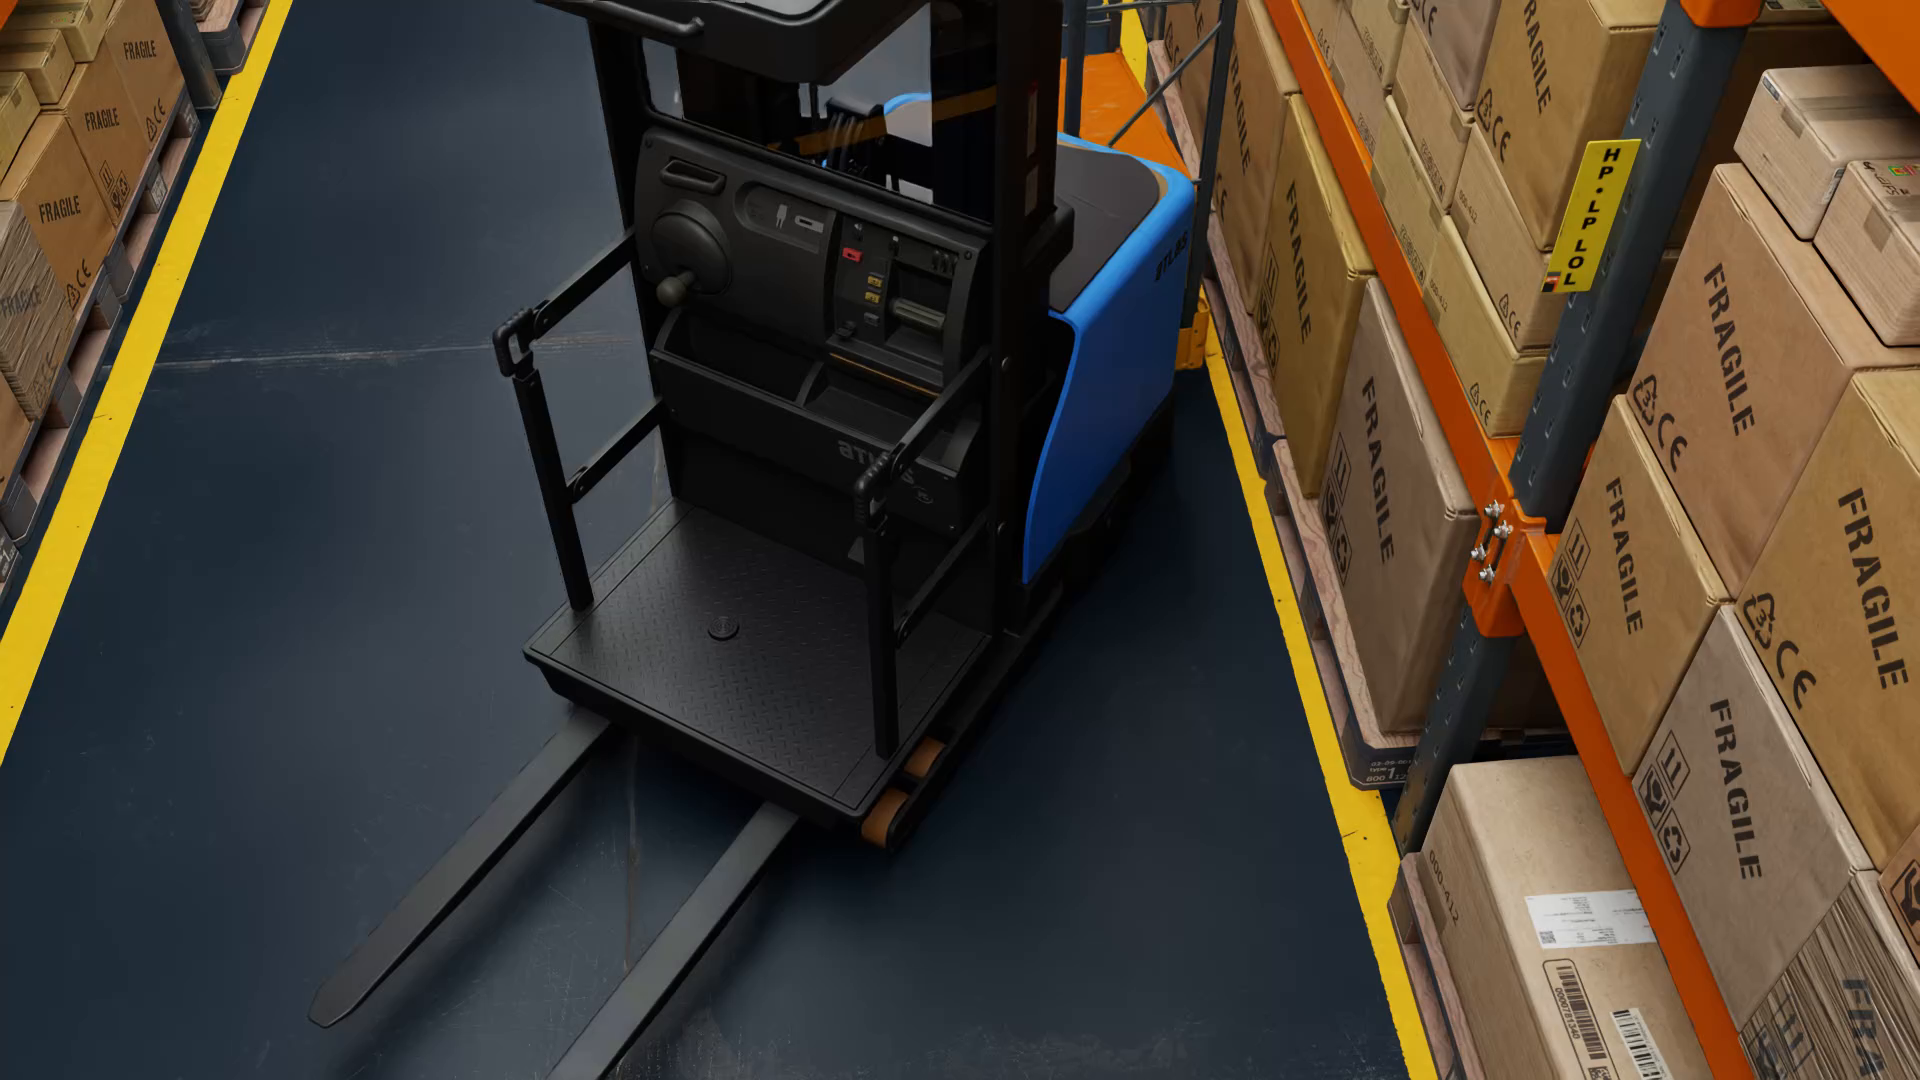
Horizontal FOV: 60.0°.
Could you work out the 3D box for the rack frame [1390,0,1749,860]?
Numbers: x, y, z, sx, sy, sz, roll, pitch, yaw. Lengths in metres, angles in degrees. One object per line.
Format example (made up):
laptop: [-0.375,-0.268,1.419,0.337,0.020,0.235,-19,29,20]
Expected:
rack frame: [1.673,-0.246,3.417,1.000,3.000,0.127,-3,47,-3]

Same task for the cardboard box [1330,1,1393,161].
cardboard box: [1.320,-1.238,4.460,0.500,0.250,0.500,-5,47,-4]

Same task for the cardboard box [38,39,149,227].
cardboard box: [-3.327,-1.465,6.004,0.500,0.500,0.500,-4,47,-4]

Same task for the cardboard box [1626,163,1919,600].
cardboard box: [1.472,-0.265,2.677,0.500,0.500,0.500,-3,47,-3]

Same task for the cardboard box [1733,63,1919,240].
cardboard box: [1.441,-0.603,2.551,0.380,0.149,0.250,-4,47,-4]

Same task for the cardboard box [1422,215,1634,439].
cardboard box: [1.384,-0.504,3.764,0.500,0.250,0.500,-4,47,-4]

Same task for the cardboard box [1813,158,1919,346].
cardboard box: [1.479,-0.419,2.376,0.380,0.149,0.250,-3,47,-3]

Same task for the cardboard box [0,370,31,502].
cardboard box: [-3.181,-0.336,4.935,0.500,0.500,0.500,-5,47,-4]

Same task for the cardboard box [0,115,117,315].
cardboard box: [-3.280,-1.086,5.645,0.500,0.500,0.500,-2,47,-2]

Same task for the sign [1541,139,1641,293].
sign: [1.133,-0.577,2.988,0.100,0.325,0.005,-3,47,-3]

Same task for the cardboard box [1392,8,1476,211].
cardboard box: [1.345,-1.032,3.920,0.500,0.250,0.500,-2,47,-2]

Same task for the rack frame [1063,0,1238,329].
rack frame: [0.561,-1.104,5.263,0.500,1.500,0.032,-9,47,-9]

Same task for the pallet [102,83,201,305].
pallet: [-3.583,-1.334,6.368,1.003,0.211,1.213,-3,47,-3]

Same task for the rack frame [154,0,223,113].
rack frame: [-3.608,-2.836,5.870,1.000,3.000,0.127,-3,47,-3]

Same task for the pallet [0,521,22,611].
pallet: [-3.378,0.431,4.696,1.003,0.211,1.213,-3,47,-3]

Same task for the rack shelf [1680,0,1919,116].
rack shelf: [1.841,0.417,1.219,1.077,0.370,4.000,-3,47,-3]

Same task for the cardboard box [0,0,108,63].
cardboard box: [-3.260,-1.806,5.880,0.380,0.149,0.250,-6,47,-5]

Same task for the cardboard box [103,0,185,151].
cardboard box: [-3.358,-1.828,6.347,0.500,0.500,0.500,-2,47,-2]

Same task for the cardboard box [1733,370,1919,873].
cardboard box: [1.508,0.101,2.331,0.500,0.500,0.500,-4,47,-4]

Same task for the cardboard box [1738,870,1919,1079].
cardboard box: [1.525,0.800,2.358,0.500,0.500,0.500,-3,47,-3]

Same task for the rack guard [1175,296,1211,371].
rack guard: [0.561,-0.675,5.718,0.587,0.250,0.087,-9,47,-9]

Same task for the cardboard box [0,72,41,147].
cardboard box: [-3.305,-1.419,5.514,0.380,0.149,0.250,-2,47,-2]

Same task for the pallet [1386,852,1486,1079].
pallet: [1.659,1.268,3.904,1.003,0.211,1.213,-3,47,-3]

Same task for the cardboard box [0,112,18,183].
cardboard box: [-3.284,-1.239,5.343,0.380,0.149,0.250,-4,47,-4]

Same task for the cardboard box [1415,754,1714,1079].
cardboard box: [1.619,0.951,3.758,0.875,0.438,0.875,-4,47,-4]

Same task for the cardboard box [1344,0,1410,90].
cardboard box: [1.295,-1.406,4.275,0.500,0.250,0.500,-2,47,-2]

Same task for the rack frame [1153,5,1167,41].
rack frame: [1.338,-3.140,6.158,1.000,3.000,0.127,-3,47,-3]

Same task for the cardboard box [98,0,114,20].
cardboard box: [-3.314,-2.002,6.065,0.380,0.149,0.250,-6,47,-5]

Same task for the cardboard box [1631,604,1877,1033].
cardboard box: [1.490,0.439,2.699,0.500,0.500,0.500,-3,47,-3]

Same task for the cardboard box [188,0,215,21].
cardboard box: [-3.646,-2.616,7.008,0.875,0.625,0.625,-2,47,-2]

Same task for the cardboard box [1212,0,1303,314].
cardboard box: [1.384,-1.403,5.687,0.875,0.875,0.875,-3,47,-3]

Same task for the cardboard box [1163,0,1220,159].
cardboard box: [1.313,-2.049,6.299,0.875,0.875,0.875,-4,47,-4]

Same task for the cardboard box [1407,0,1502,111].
cardboard box: [1.335,-1.306,3.664,0.500,0.500,0.500,-3,47,-3]

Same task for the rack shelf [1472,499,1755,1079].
rack shelf: [1.841,1.448,2.308,1.077,0.370,4.000,-3,47,-3]

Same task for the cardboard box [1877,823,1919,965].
cardboard box: [1.539,0.472,1.979,0.500,0.500,0.500,-3,47,-3]

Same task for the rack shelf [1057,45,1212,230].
rack shelf: [0.447,-1.340,5.734,0.538,0.185,1.000,-9,47,-9]

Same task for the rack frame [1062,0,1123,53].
rack frame: [0.334,-1.824,5.944,0.500,1.500,0.032,-9,47,-9]

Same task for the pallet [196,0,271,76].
pallet: [-3.638,-2.475,7.448,1.003,0.211,1.213,-3,47,-3]

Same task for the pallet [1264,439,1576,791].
pallet: [1.534,0.159,4.954,1.003,0.211,1.213,-3,47,-3]

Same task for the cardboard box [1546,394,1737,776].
cardboard box: [1.452,0.075,3.044,0.500,0.500,0.500,-2,47,-2]

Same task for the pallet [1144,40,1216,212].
pallet: [1.329,-1.606,6.626,1.003,0.211,1.213,-3,47,-3]

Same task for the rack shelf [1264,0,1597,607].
rack shelf: [1.506,-1.446,5.049,1.077,0.370,4.000,-3,47,-3]

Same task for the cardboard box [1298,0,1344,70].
cardboard box: [1.272,-1.612,4.814,0.500,0.250,0.500,-3,47,-3]

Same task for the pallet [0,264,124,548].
pallet: [-3.484,-0.454,5.534,1.003,0.211,1.213,-3,47,-3]

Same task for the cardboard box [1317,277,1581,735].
cardboard box: [1.542,-0.104,4.456,0.875,0.875,0.875,-2,47,-2]

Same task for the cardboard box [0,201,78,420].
cardboard box: [-3.218,-0.712,5.291,0.500,0.500,0.500,-5,47,-5]

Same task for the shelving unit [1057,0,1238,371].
shelving unit: [0.449,-1.458,5.598,0.587,1.500,1.083,-9,47,-9]

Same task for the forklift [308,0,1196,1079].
forklift: [-0.480,-0.569,3.770,1.130,2.935,3.031,23,51,20]

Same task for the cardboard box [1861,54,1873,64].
cardboard box: [1.923,-0.960,3.336,0.500,0.500,0.500,-3,47,-3]

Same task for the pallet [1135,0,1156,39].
pallet: [1.274,-2.747,7.706,1.003,0.211,1.213,-3,47,-3]

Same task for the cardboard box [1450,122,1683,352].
cardboard box: [1.394,-0.671,3.578,0.500,0.250,0.500,-4,47,-3]

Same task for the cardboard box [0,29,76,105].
cardboard box: [-3.282,-1.613,5.697,0.380,0.149,0.250,-5,47,-5]

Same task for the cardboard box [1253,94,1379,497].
cardboard box: [1.458,-0.757,5.075,0.875,0.875,0.875,-2,47,-2]

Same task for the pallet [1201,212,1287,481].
pallet: [1.428,-0.726,5.792,1.003,0.211,1.213,-3,47,-3]

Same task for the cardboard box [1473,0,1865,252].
cardboard box: [1.386,-0.932,3.309,0.500,0.500,0.500,-2,47,-2]

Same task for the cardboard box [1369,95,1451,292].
cardboard box: [1.343,-0.872,4.113,0.500,0.250,0.500,-4,47,-4]
